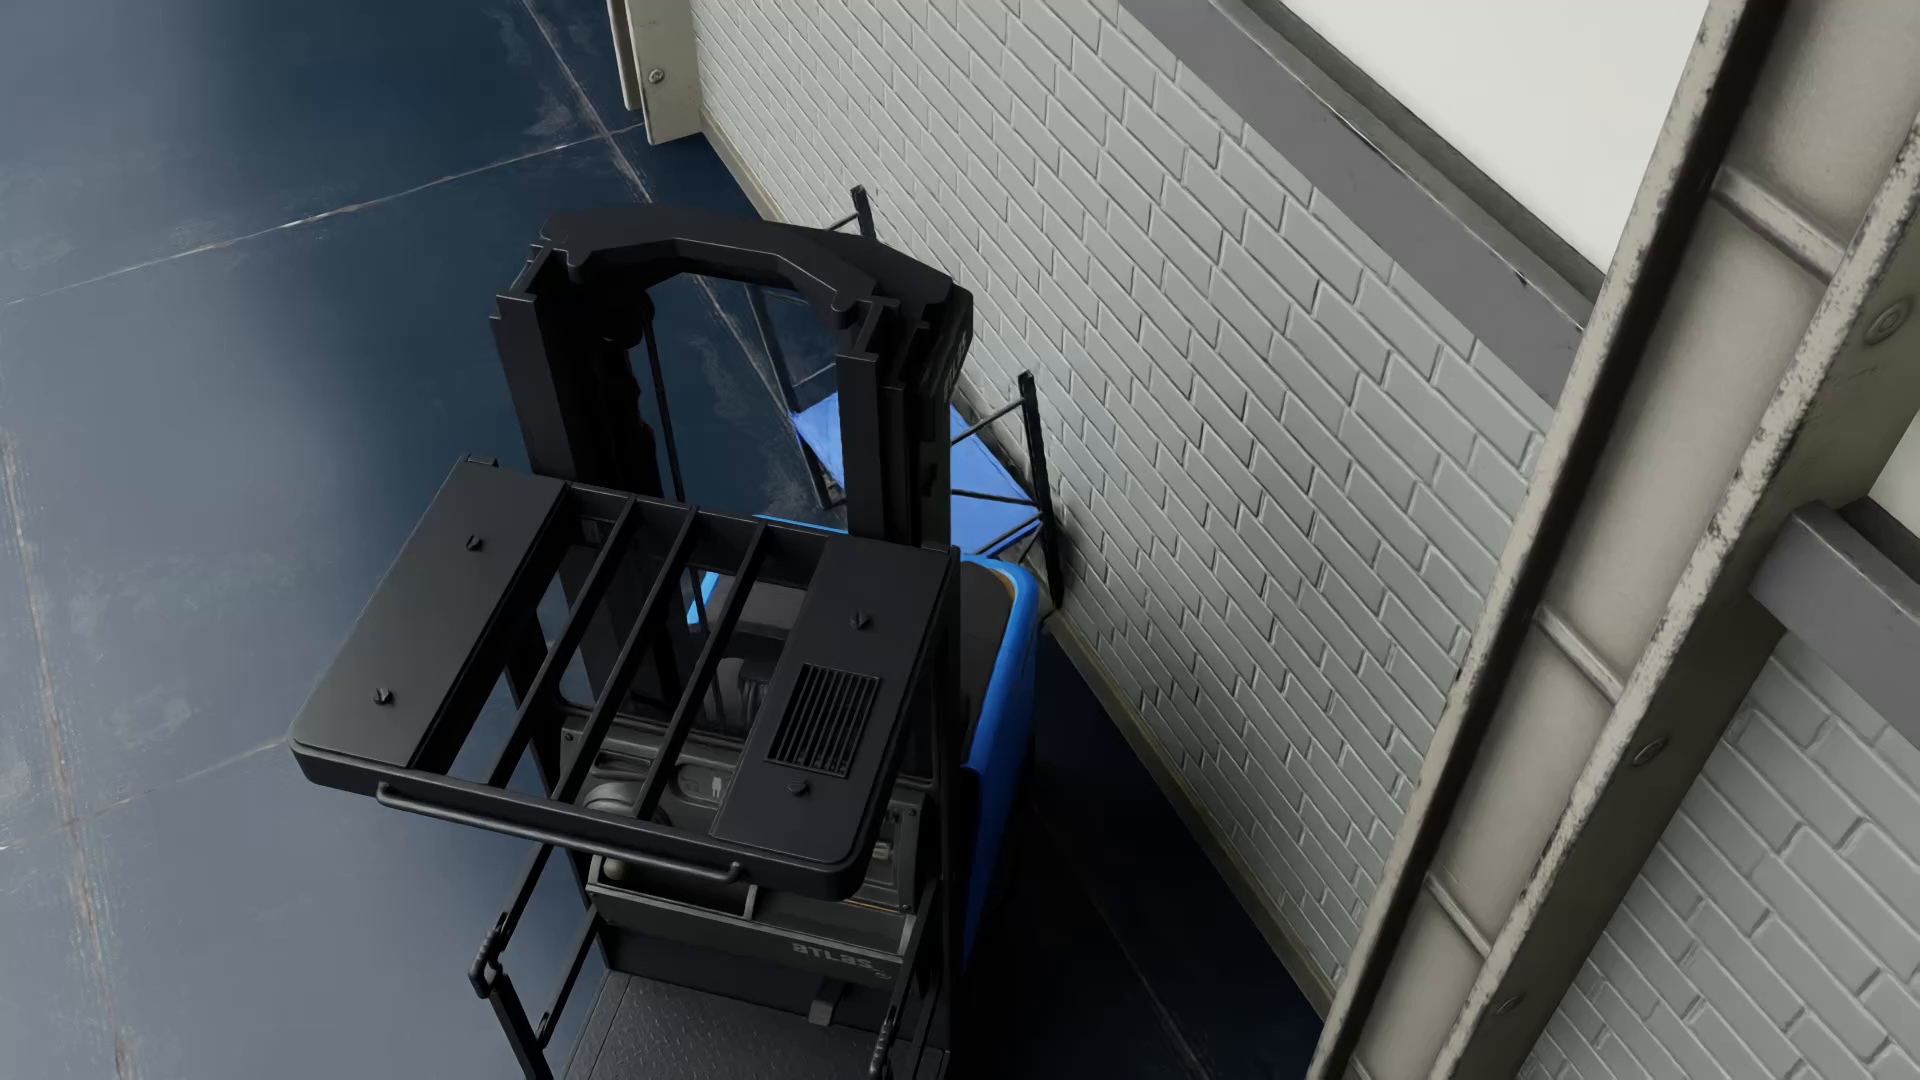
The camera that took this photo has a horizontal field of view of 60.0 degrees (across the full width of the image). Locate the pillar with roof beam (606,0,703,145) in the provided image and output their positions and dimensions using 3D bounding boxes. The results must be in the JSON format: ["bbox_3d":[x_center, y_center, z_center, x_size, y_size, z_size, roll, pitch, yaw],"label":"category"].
[{"bbox_3d":[-5.337,-3.652,3.858,9.100,9.000,0.400,-21,52,-18],"label":"pillar with roof beam"}]

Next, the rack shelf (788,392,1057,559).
[{"bbox_3d":[-0.149,-0.223,6.068,0.538,0.185,1.000,-31,58,-12],"label":"rack shelf"}]

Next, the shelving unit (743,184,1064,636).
[{"bbox_3d":[-0.171,-0.320,5.918,0.538,1.500,1.048,-31,58,-12],"label":"shelving unit"}]

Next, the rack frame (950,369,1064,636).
[{"bbox_3d":[0.102,0.020,5.657,0.500,1.500,0.032,-31,58,-12],"label":"rack frame"}]

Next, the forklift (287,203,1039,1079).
[{"bbox_3d":[-0.598,0.813,3.984,1.130,2.935,3.031,11,50,9],"label":"forklift"}]

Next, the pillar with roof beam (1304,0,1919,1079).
[{"bbox_3d":[-2.591,0.364,0.346,9.100,9.000,0.400,-21,52,-18],"label":"pillar with roof beam"}]

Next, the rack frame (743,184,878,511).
[{"bbox_3d":[-0.443,-0.660,6.180,0.500,1.500,0.032,-31,58,-12],"label":"rack frame"}]
